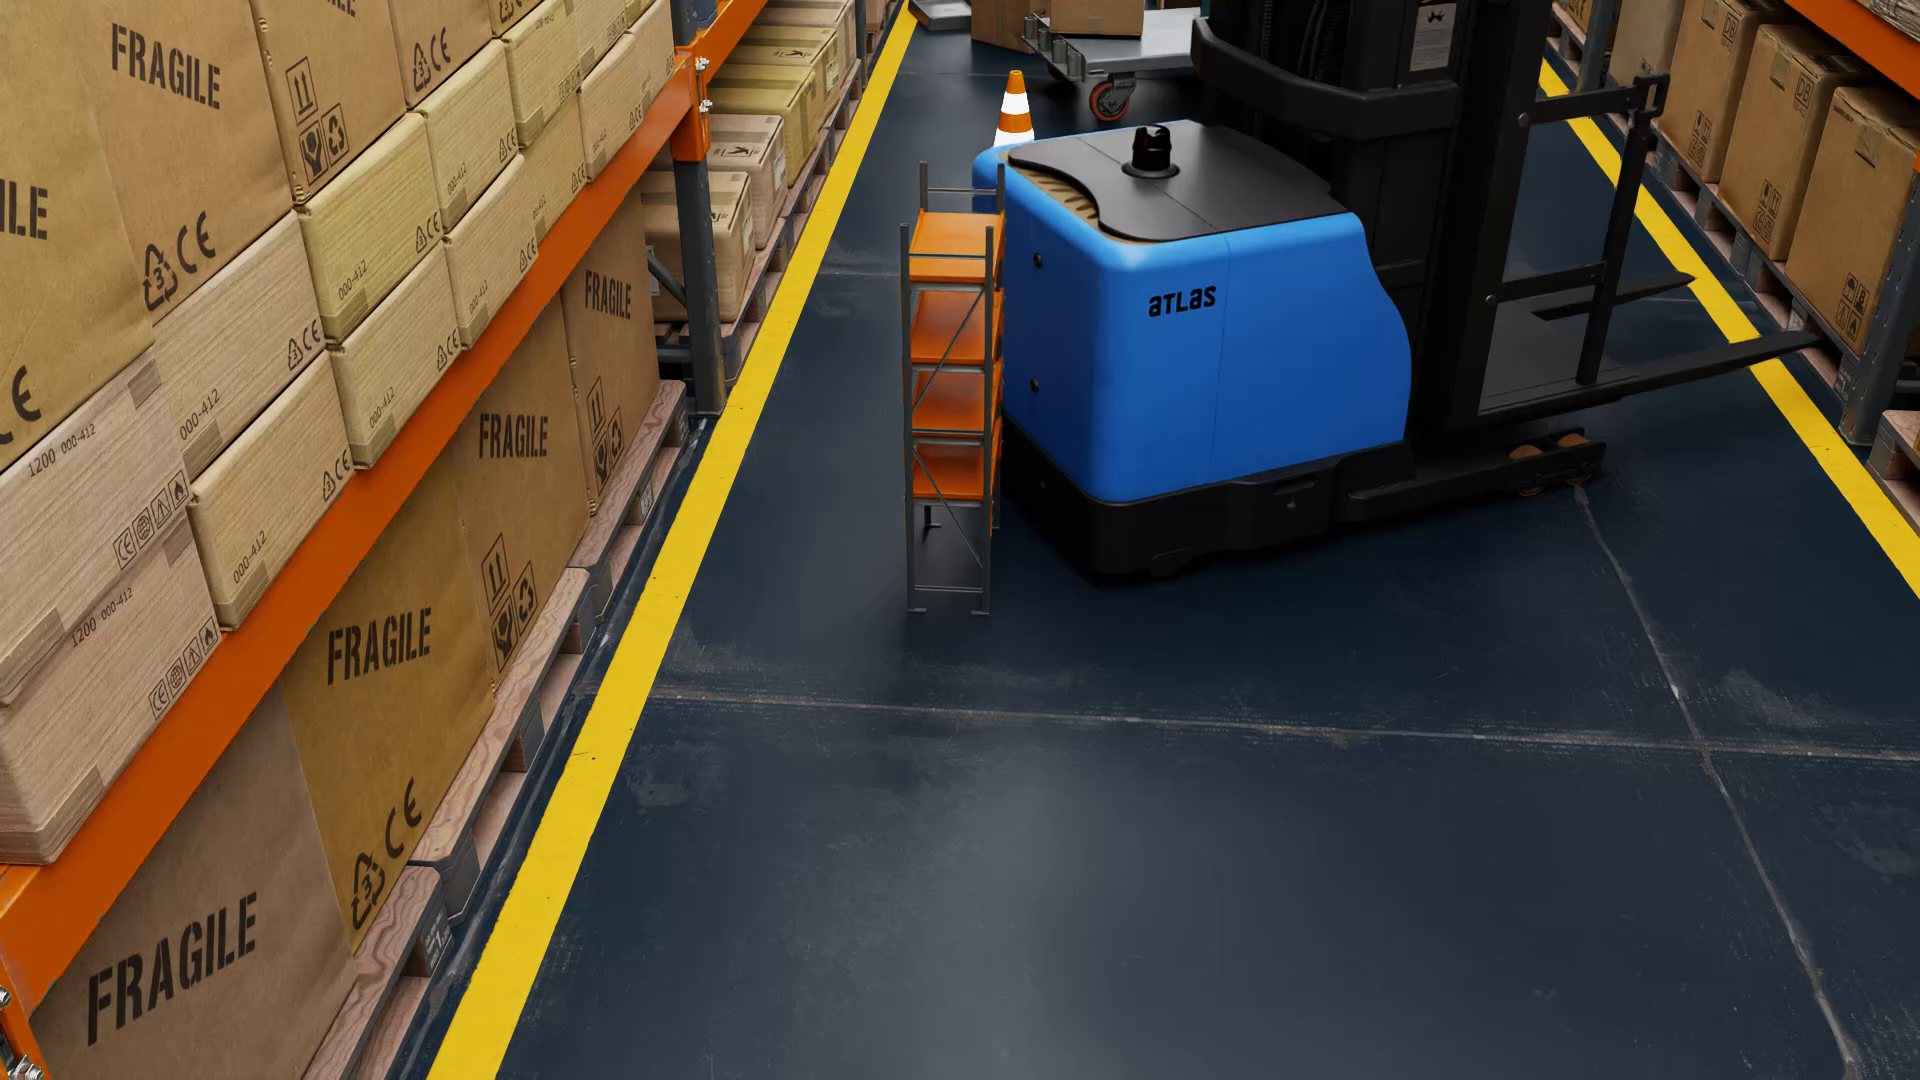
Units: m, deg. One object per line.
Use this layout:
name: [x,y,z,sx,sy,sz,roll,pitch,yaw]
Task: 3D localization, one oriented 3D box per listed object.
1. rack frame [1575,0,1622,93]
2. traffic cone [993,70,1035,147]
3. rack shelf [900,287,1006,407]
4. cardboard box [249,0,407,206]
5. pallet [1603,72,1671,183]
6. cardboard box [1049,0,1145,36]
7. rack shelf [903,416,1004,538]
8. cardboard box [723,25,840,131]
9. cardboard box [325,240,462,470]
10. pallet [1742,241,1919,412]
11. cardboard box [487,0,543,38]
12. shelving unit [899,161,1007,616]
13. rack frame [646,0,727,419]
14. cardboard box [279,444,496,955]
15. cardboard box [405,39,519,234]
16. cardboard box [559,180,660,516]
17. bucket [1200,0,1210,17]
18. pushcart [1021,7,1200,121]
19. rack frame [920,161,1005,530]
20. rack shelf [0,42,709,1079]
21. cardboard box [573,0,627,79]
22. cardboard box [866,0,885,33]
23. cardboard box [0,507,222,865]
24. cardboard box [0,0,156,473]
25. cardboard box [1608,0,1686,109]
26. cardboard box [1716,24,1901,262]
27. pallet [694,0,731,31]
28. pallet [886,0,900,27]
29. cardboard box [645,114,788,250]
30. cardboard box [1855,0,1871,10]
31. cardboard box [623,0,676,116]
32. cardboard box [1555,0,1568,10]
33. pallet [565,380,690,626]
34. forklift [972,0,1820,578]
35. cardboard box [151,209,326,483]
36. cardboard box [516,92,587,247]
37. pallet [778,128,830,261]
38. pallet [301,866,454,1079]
rack frame: [3.916,-3.699,8.394,1.000,3.000,0.127,2,32,4]
traffic cone: [0.268,-2.070,8.168,0.336,0.463,0.334,2,32,4]
rack shelf: [-0.013,-0.557,4.713,0.258,0.148,0.480,2,32,4]
cardboard box: [-1.298,-0.890,2.787,0.500,0.500,0.500,2,32,3]
pallet: [3.928,-2.106,8.466,1.003,0.211,1.213,2,32,4]
cardboard box: [0.750,-3.056,9.010,0.500,0.500,0.500,2,32,4]
rack shelf: [-0.013,-0.198,4.934,0.258,0.148,0.480,2,32,4]
cardboard box: [-1.121,-2.268,8.175,0.950,0.372,0.625,4,32,7]
cardboard box: [-1.280,-0.368,3.131,0.500,0.250,0.500,2,32,4]
pallet: [3.729,-0.830,6.395,1.003,0.211,1.213,2,32,4]
cardboard box: [-1.214,-1.425,3.655,0.500,0.500,0.500,2,32,4]
shelving unit: [-0.013,-0.424,4.795,0.258,1.200,0.503,2,32,4]
rack frame: [-1.352,-1.766,5.257,1.000,3.000,0.127,2,32,4]
cardboard box: [-1.641,0.251,3.609,0.875,0.875,0.875,3,32,5]
cardboard box: [-1.239,-0.843,3.425,0.500,0.250,0.500,2,32,2]
cardboard box: [-1.491,-0.683,5.124,0.875,0.875,0.875,2,32,4]
bucket: [1.629,-3.123,9.129,0.726,0.611,0.620,14,44,21]
pushcart: [1.250,-2.670,9.224,1.648,0.377,0.936,-8,33,-13]
rack frame: [0.006,-0.552,5.002,0.240,1.200,0.015,2,32,4]
rack shelf: [-1.515,-0.414,3.749,1.077,0.370,4.000,2,32,4]
cardboard box: [-1.176,-1.383,4.302,0.500,0.250,0.500,2,32,3]
cardboard box: [-0.709,-3.163,9.744,0.500,0.250,0.500,1,32,2]
cardboard box: [-1.378,0.170,2.258,0.500,0.250,0.500,2,32,3]
cardboard box: [-1.355,-0.361,1.928,0.500,0.500,0.500,3,32,5]
cardboard box: [3.955,-2.592,8.341,1.050,0.750,0.750,2,32,4]
cardboard box: [3.797,-1.601,6.732,1.050,0.750,0.750,3,32,5]
pallet: [-1.400,-2.062,5.920,1.213,0.211,1.003,2,32,4]
pallet: [-0.910,-3.663,10.993,1.003,0.211,1.213,2,32,4]
cardboard box: [-1.244,-1.508,6.942,0.950,0.372,0.625,2,32,3]
cardboard box: [3.401,-2.158,5.797,0.500,0.500,0.500,2,32,4]
cardboard box: [-1.134,-1.427,4.849,0.500,0.250,0.500,1,32,2]
cardboard box: [4.106,-3.771,10.135,0.875,0.875,0.875,3,32,4]
pallet: [-1.491,-0.170,5.325,1.003,0.211,1.213,2,32,4]
forklift: [1.588,-1.633,5.106,3.031,2.935,1.130,-13,34,-20]
cardboard box: [-1.346,-0.316,2.570,0.500,0.250,0.500,3,32,5]
cardboard box: [-1.217,-0.897,3.989,0.500,0.250,0.500,2,32,3]
pallet: [-1.185,-1.624,7.684,1.003,0.211,1.213,2,32,4]
pallet: [-1.690,1.106,3.255,1.003,0.211,1.213,2,32,4]
